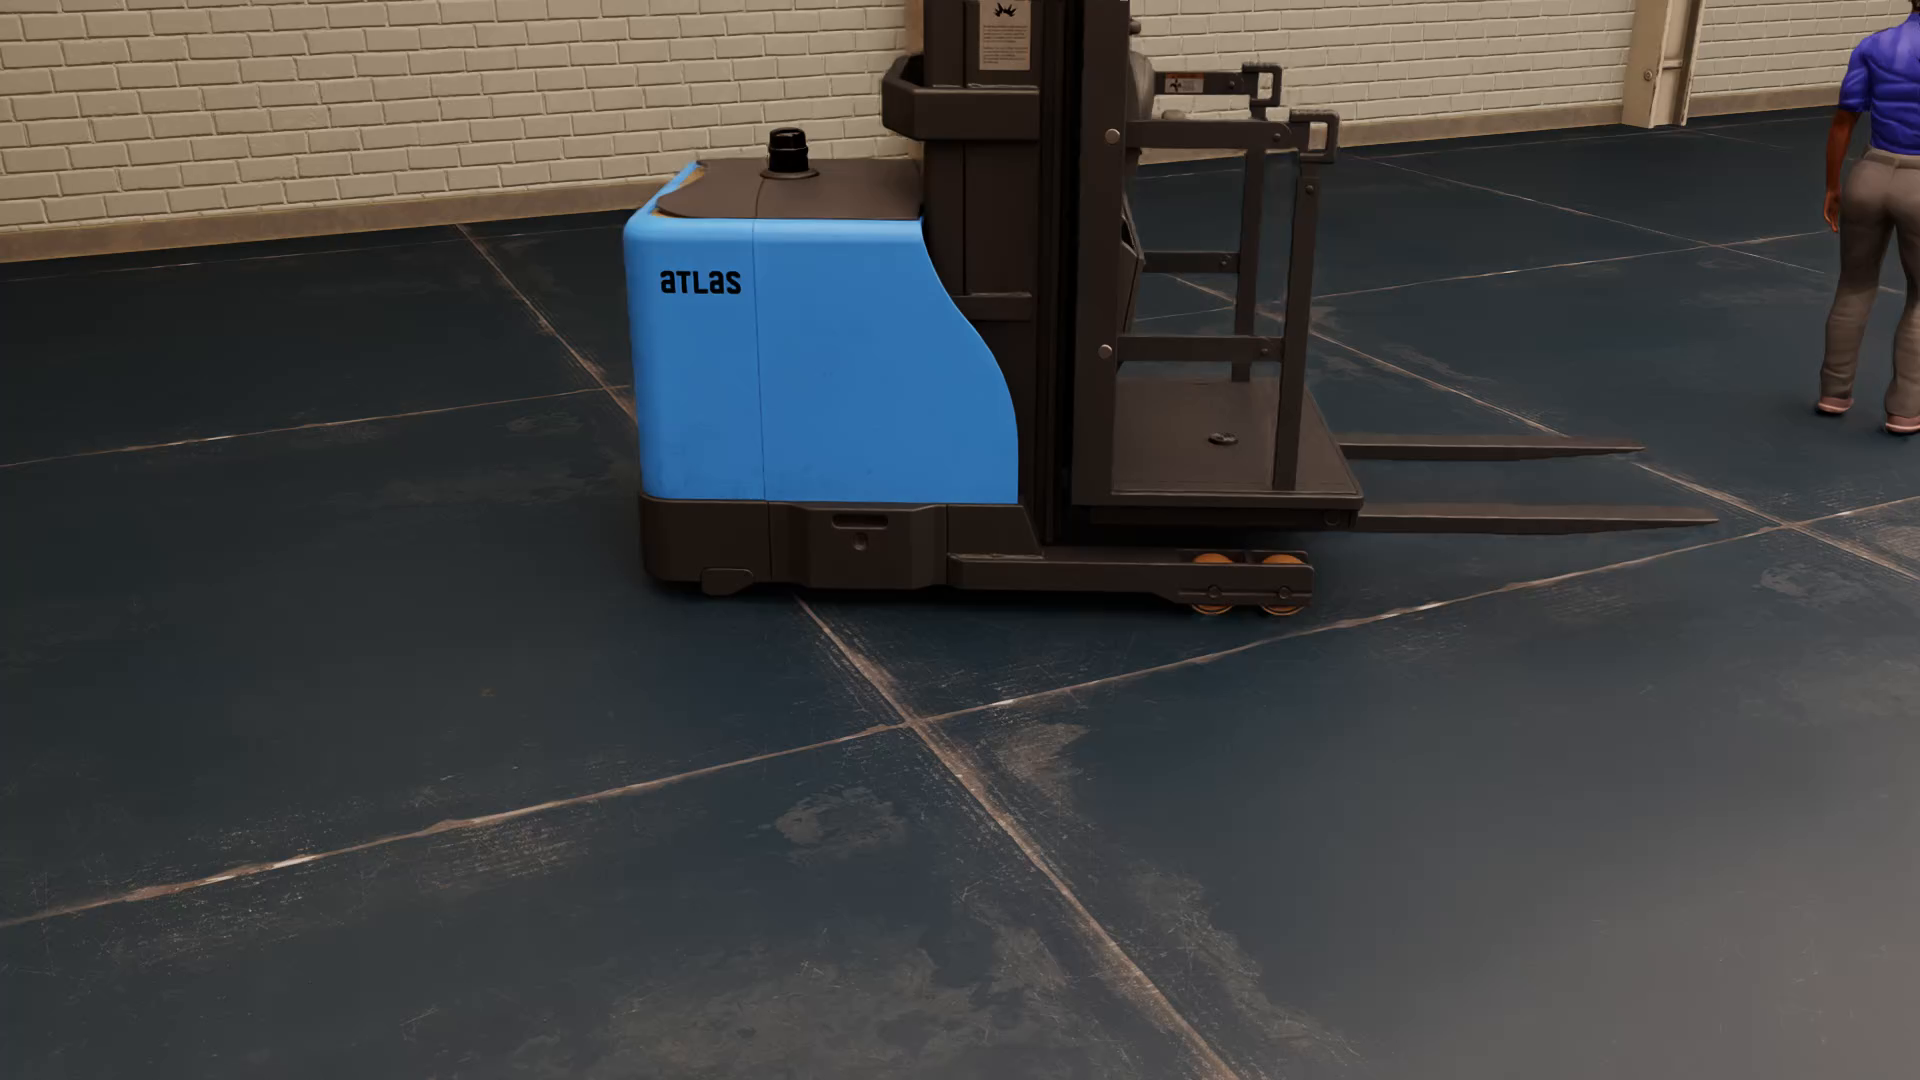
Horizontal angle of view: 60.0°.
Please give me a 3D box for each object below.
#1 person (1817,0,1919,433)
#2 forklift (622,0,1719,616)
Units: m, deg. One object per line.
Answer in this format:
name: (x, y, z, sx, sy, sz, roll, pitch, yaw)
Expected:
person: (3.349, -1.207, 5.883, 0.429, 1.675, 0.534, -18, 29, -37)
forklift: (0.629, -1.352, 4.541, 3.031, 2.935, 1.130, 1, 23, 2)
